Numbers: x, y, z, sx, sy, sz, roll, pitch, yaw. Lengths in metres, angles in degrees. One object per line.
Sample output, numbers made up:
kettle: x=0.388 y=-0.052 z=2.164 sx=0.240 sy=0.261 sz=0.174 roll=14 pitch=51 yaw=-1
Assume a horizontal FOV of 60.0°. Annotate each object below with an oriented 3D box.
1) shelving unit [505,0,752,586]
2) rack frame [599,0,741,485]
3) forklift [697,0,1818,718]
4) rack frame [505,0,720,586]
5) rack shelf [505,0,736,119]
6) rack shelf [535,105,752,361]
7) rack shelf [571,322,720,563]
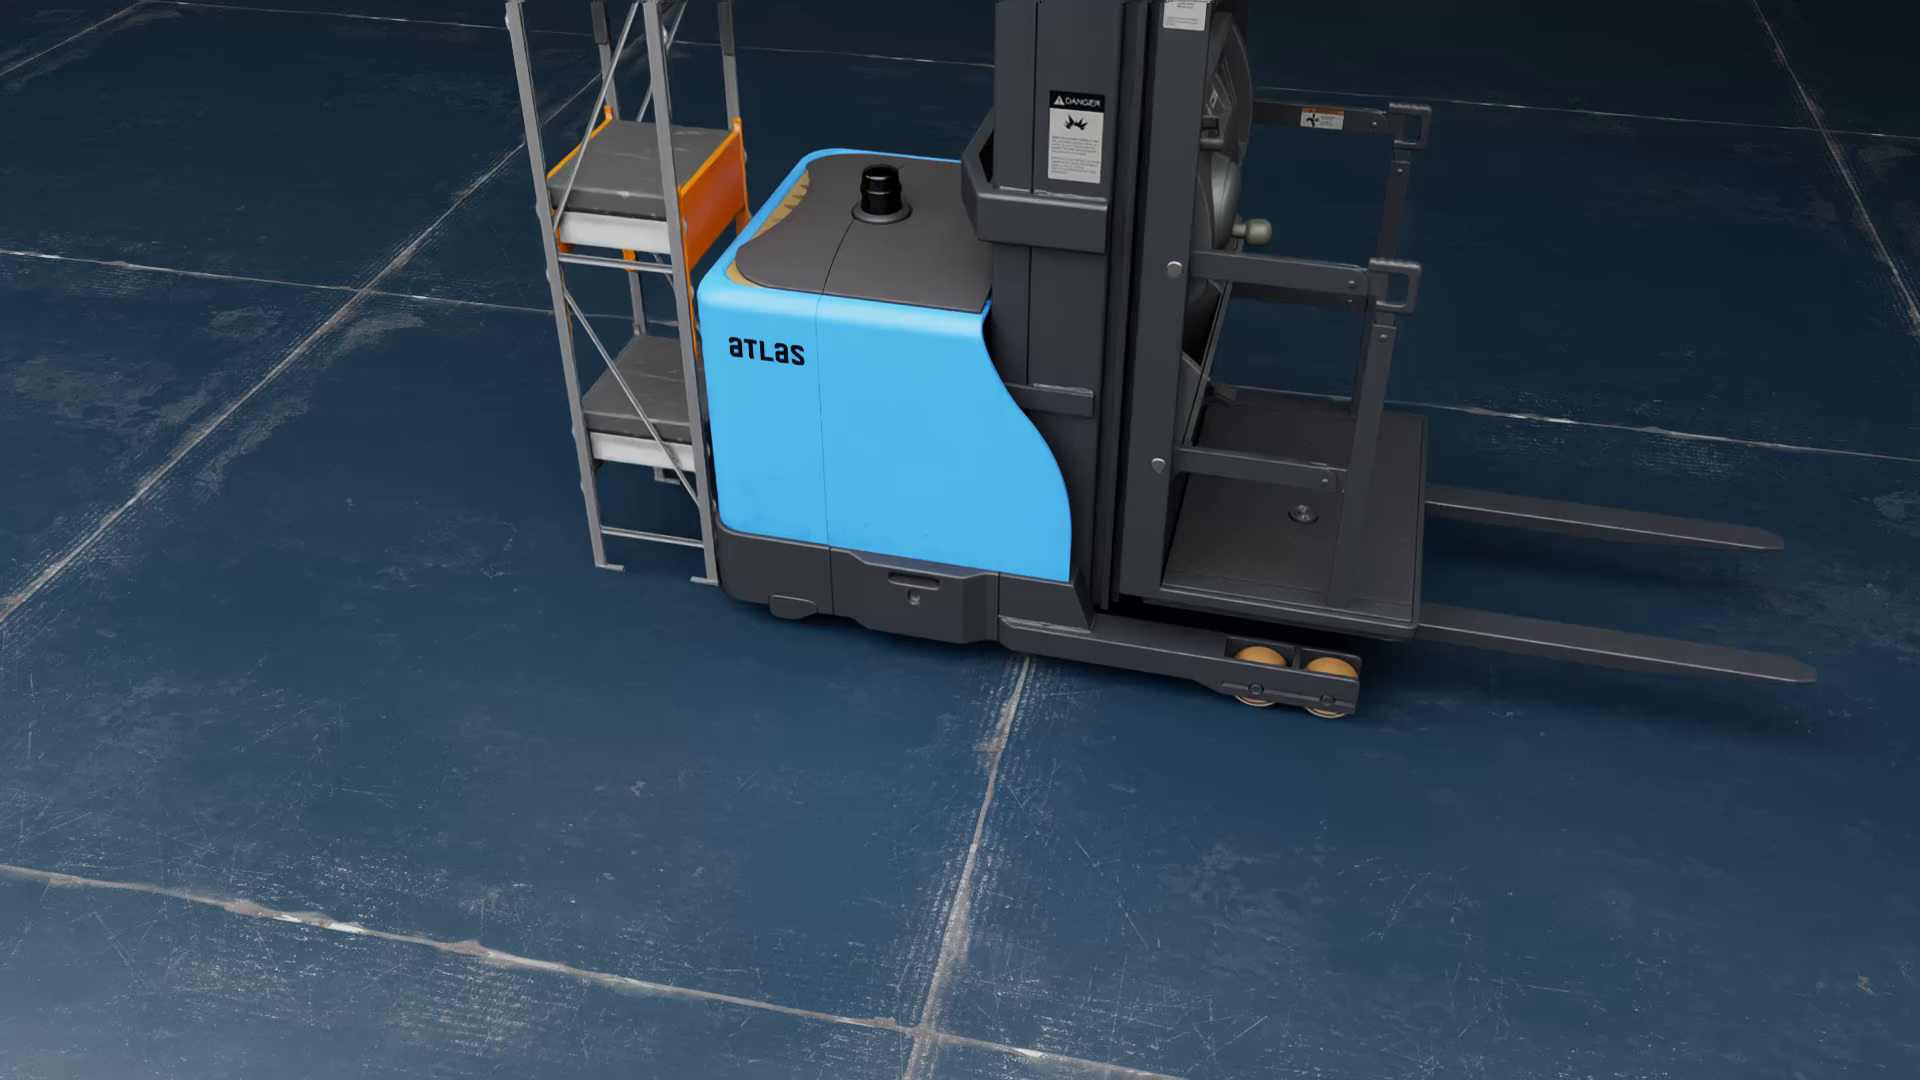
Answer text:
shelving unit: x=-0.871 y=-0.881 z=4.676 sx=0.431 sy=2.100 sz=0.503 roll=8 pitch=37 yaw=11
rack frame: x=-0.815 y=-1.020 z=4.869 sx=0.400 sy=2.100 sz=0.015 roll=8 pitch=37 yaw=11
forklift: x=0.864 y=-1.043 z=4.192 sx=3.031 sy=2.935 sz=1.130 roll=8 pitch=37 yaw=12
rack frame: x=-0.928 y=-0.742 z=4.484 sx=0.400 sy=2.100 sz=0.015 roll=8 pitch=37 yaw=11
rack shelf: x=-0.871 y=-1.437 z=4.274 sx=0.431 sy=0.518 sz=0.480 roll=8 pitch=37 yaw=11
rack shelf: x=-0.871 y=-0.870 z=4.684 sx=0.431 sy=0.518 sz=0.480 roll=8 pitch=37 yaw=11
rack shelf: x=-0.871 y=-0.303 z=5.095 sx=0.431 sy=0.518 sz=0.480 roll=8 pitch=37 yaw=11
